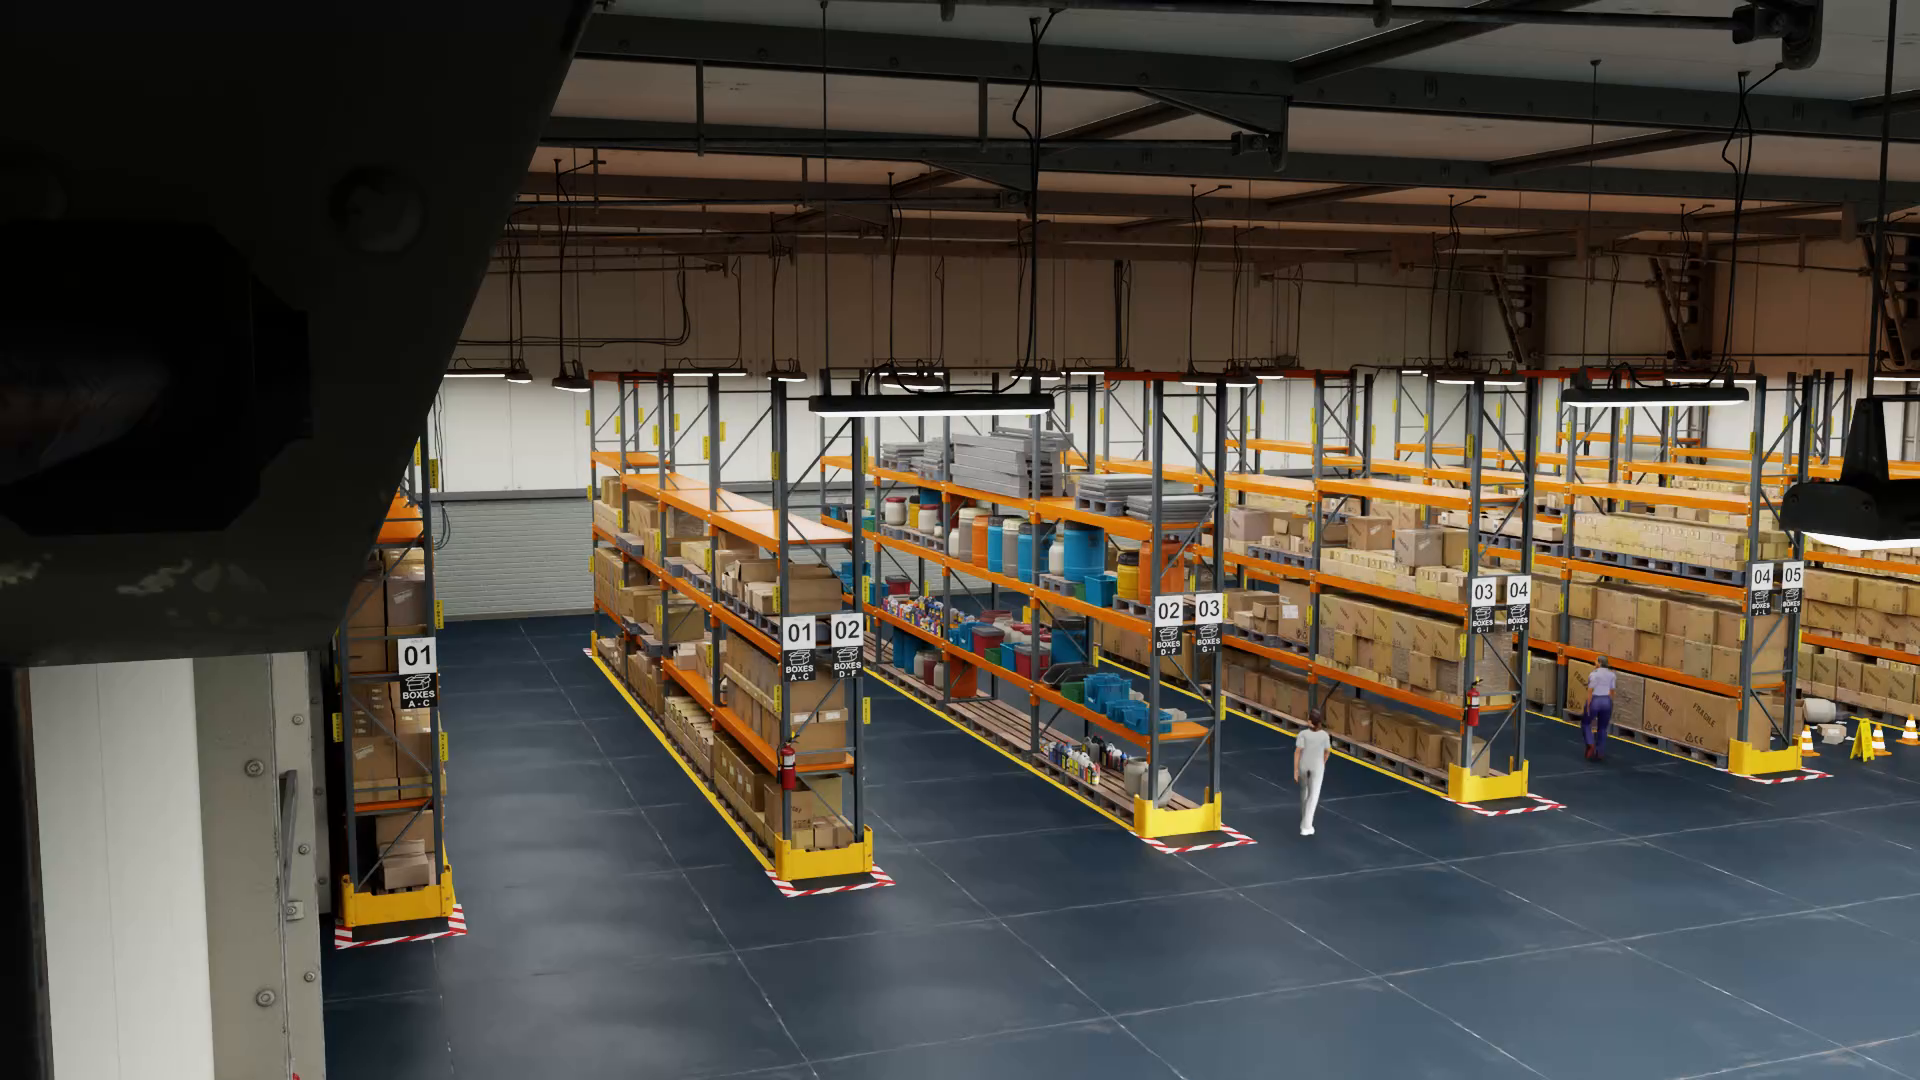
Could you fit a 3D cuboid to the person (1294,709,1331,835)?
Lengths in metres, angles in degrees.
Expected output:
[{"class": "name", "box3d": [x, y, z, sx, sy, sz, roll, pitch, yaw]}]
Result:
[{"class": "person", "box3d": [4.698, 3.044, 22.104, 0.433, 1.636, 0.907, 4, 7, 30]}]

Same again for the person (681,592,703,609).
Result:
[{"class": "person", "box3d": [-5.914, 1.476, 36.551, 0.555, 1.733, 0.430, 1, 6, 8]}]

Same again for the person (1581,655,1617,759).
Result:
[{"class": "person", "box3d": [9.996, 2.607, 25.981, 0.480, 1.641, 0.475, 1, 7, 12]}]
